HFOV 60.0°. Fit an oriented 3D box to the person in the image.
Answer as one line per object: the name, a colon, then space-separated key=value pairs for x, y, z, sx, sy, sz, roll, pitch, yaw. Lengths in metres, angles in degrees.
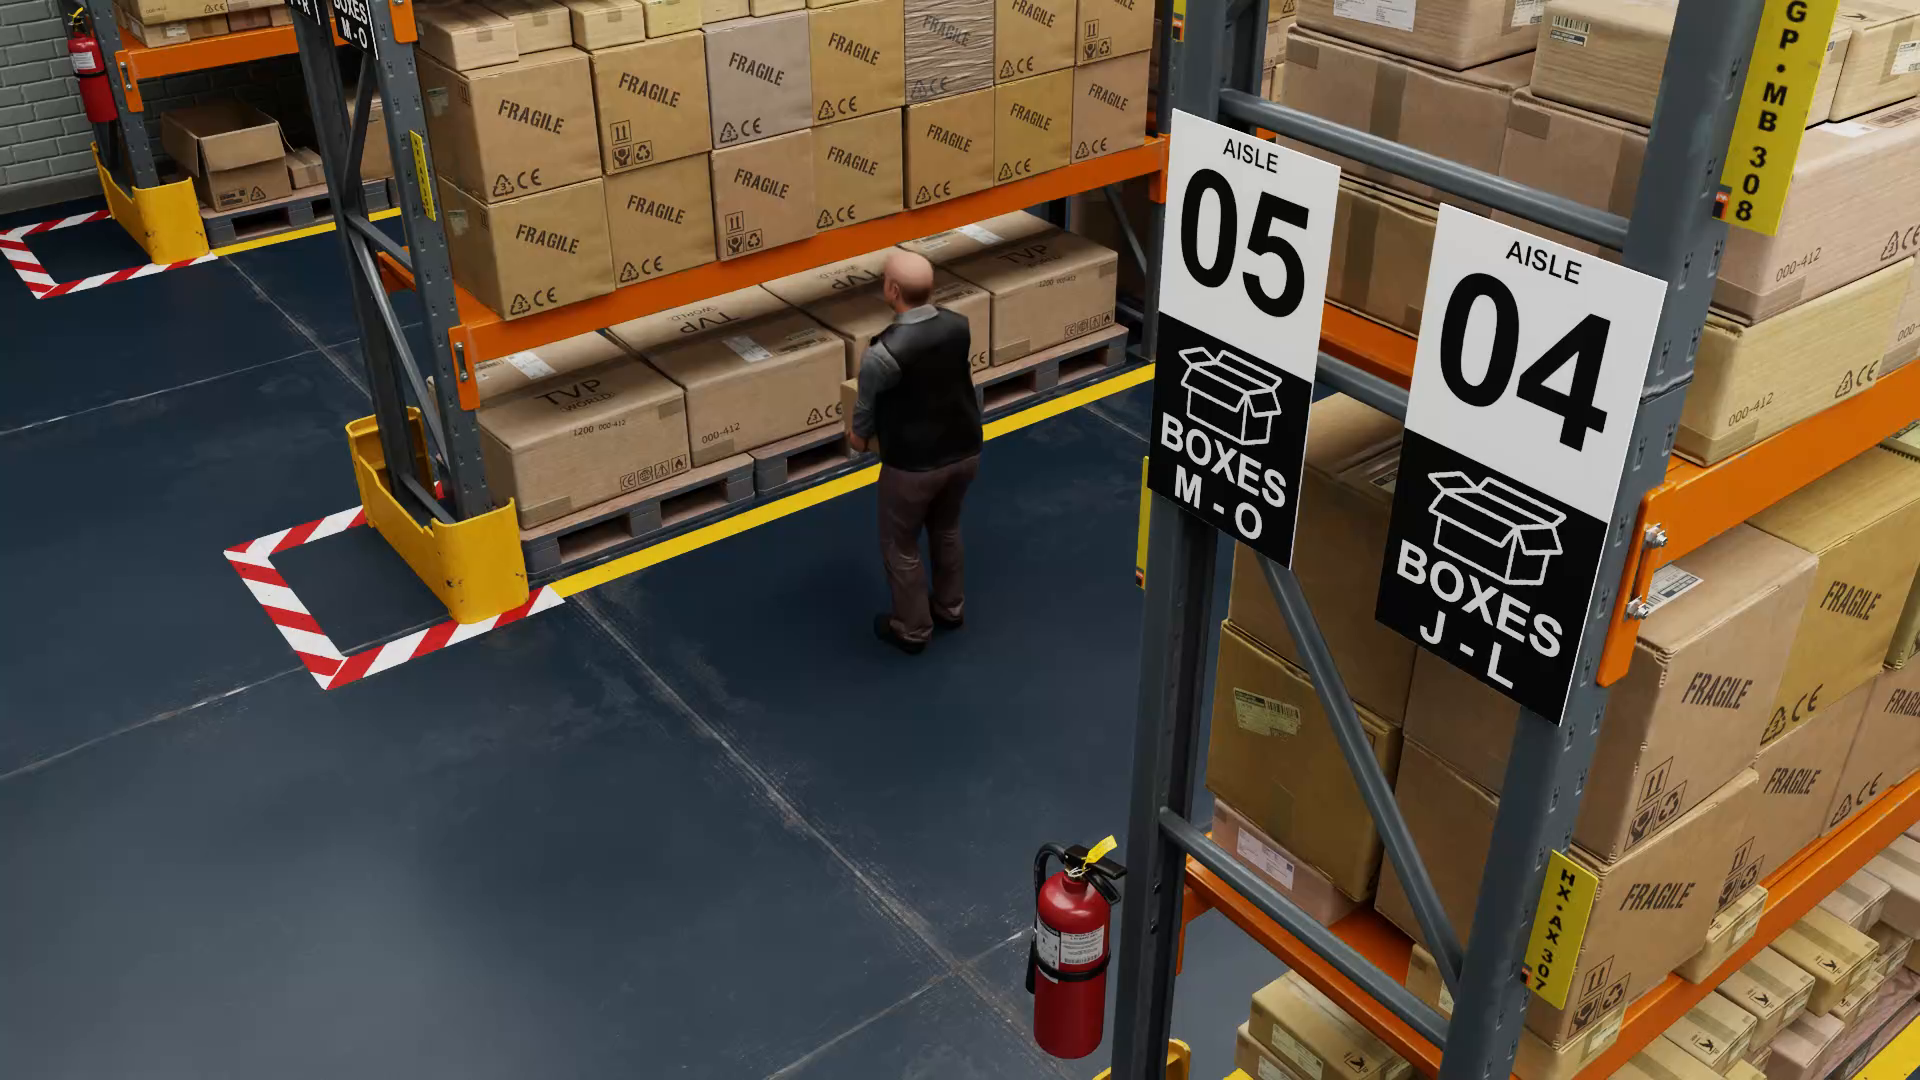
person: x=-0.200 y=-0.362 z=6.751 sx=0.491 sy=1.716 sz=0.568 roll=-23 pitch=39 yaw=-32
